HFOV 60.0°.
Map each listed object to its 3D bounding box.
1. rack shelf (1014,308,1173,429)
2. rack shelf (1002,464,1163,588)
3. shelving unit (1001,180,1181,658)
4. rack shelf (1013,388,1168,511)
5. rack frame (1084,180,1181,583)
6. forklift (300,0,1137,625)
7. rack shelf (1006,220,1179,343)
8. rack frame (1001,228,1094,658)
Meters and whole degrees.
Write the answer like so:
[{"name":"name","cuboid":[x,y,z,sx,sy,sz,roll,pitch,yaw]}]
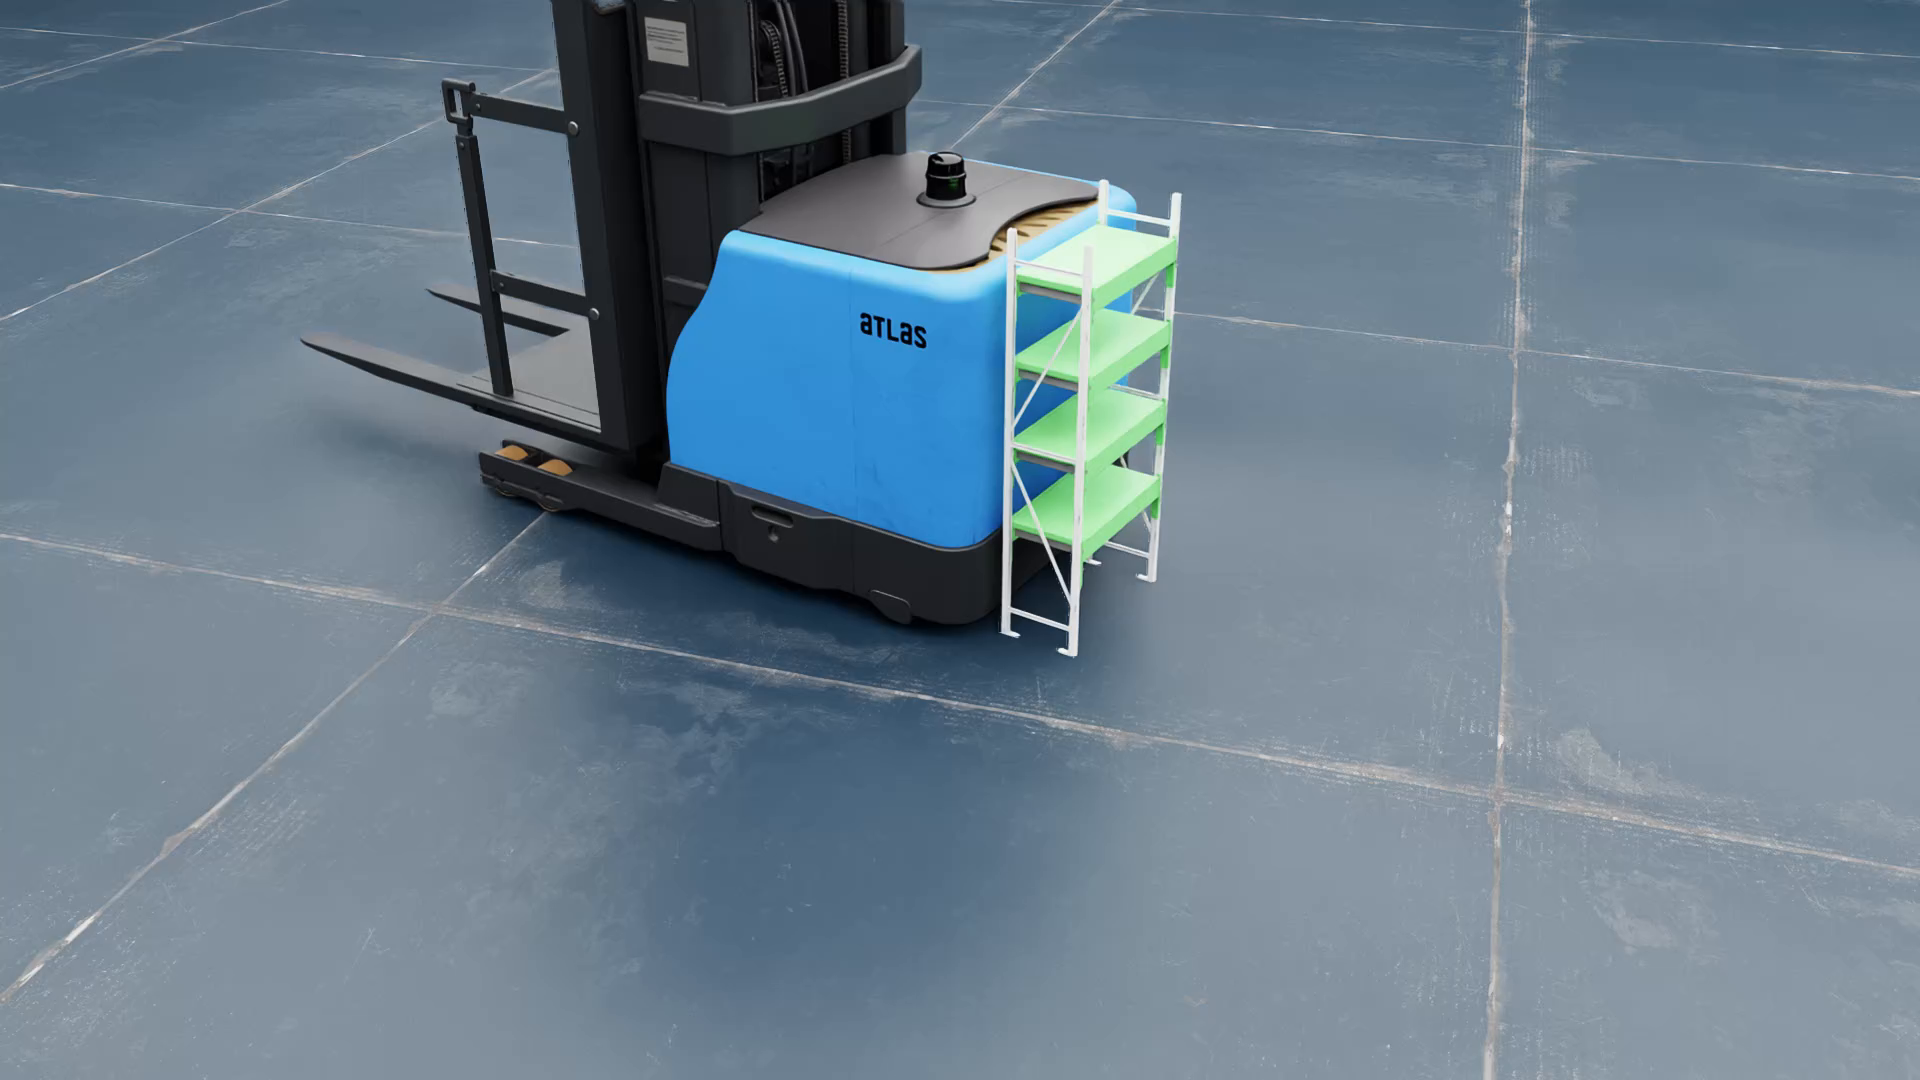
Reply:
[{"name":"rack shelf","cuboid":[0.355,-0.483,4.521,0.258,0.148,0.480,17,33,28]},{"name":"rack shelf","cuboid":[0.355,-0.063,4.754,0.258,0.148,0.480,17,33,28]},{"name":"shelving unit","cuboid":[0.355,-0.329,4.607,0.258,1.200,0.503,17,33,28]},{"name":"rack shelf","cuboid":[0.355,-0.273,4.638,0.258,0.148,0.480,17,33,28]},{"name":"rack frame","cuboid":[0.486,-0.429,4.786,0.240,1.200,0.015,17,33,28]},{"name":"forklift","cuboid":[-0.981,-1.570,5.058,3.031,2.935,1.130,17,33,28]},{"name":"rack shelf","cuboid":[0.355,-0.692,4.404,0.258,0.148,0.480,17,33,28]},{"name":"rack frame","cuboid":[0.224,-0.229,4.427,0.240,1.200,0.015,17,33,28]}]
